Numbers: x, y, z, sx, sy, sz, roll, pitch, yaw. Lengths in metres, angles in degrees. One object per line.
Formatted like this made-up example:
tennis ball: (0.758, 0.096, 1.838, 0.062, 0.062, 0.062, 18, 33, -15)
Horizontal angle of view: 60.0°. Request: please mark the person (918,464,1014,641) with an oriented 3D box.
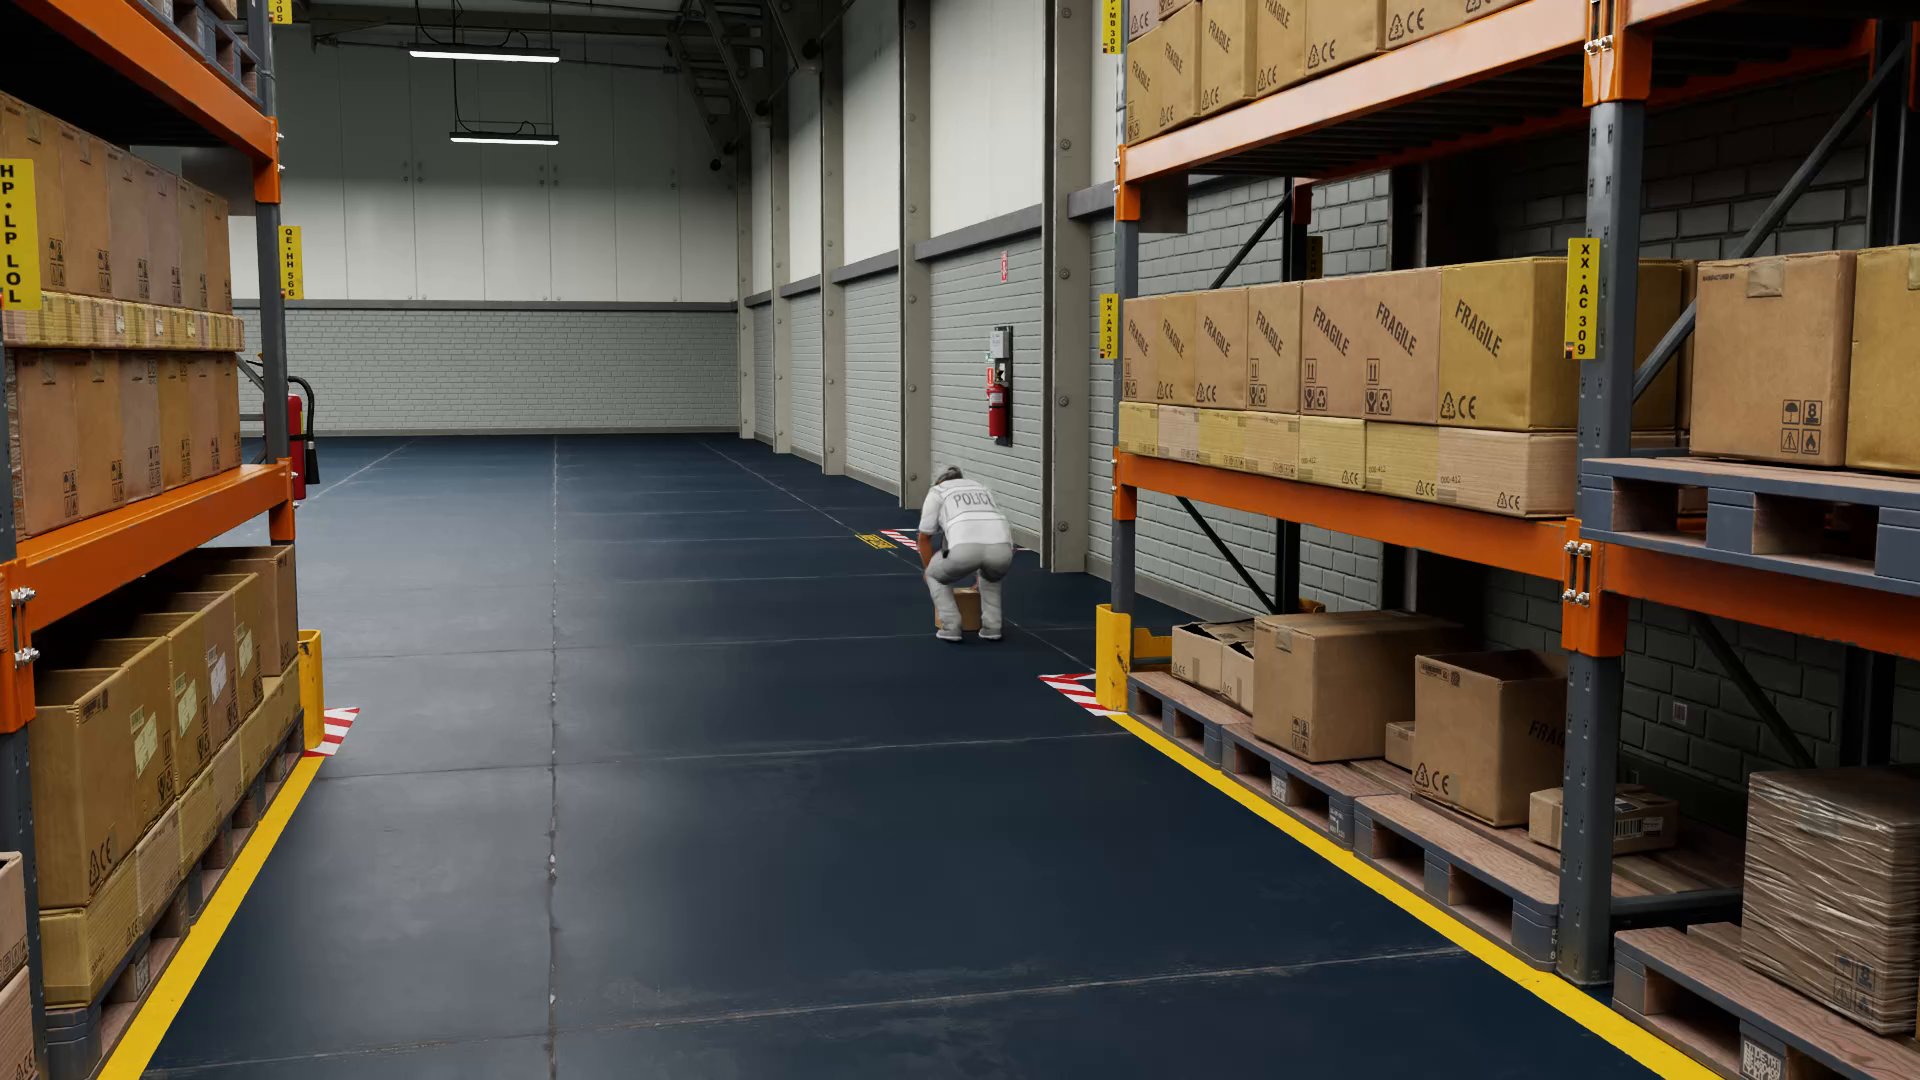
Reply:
person: (0.027, 0.085, 10.560, 0.530, 1.094, 0.833, -2, 6, -14)
